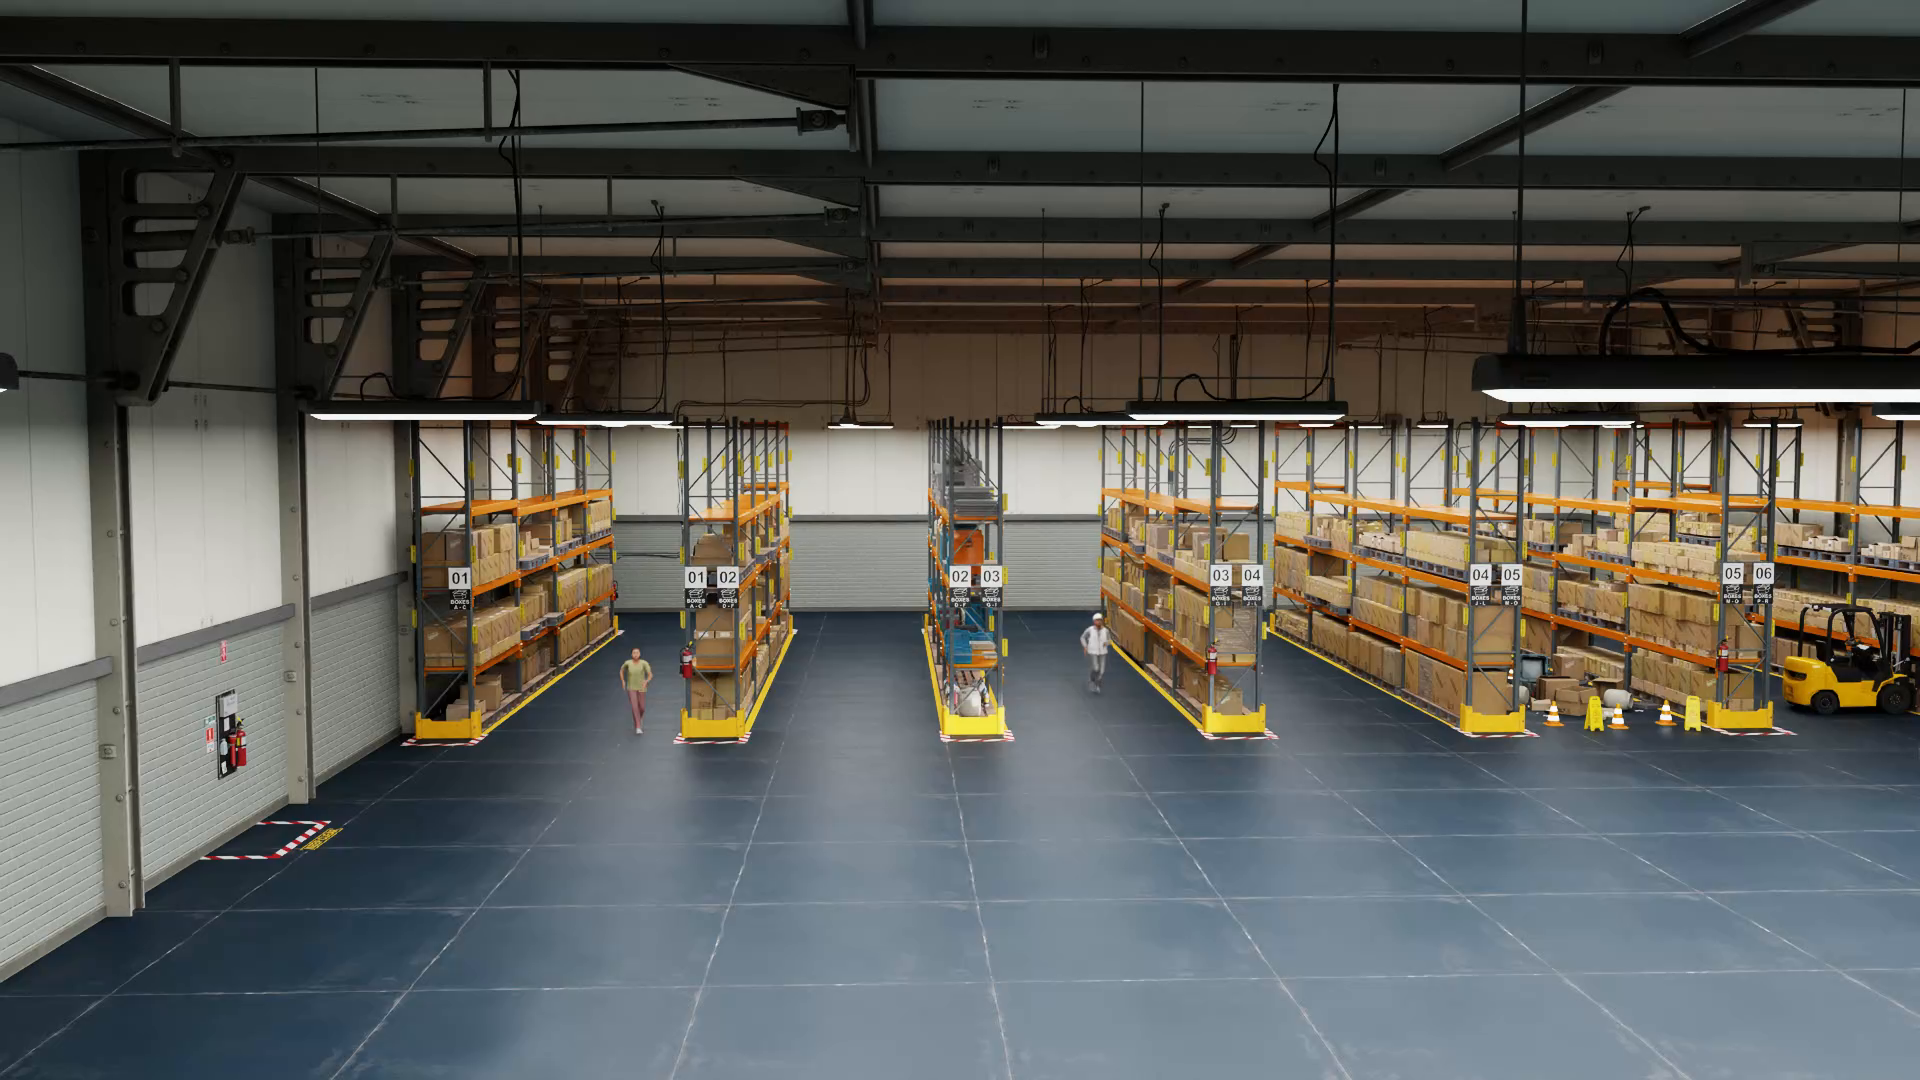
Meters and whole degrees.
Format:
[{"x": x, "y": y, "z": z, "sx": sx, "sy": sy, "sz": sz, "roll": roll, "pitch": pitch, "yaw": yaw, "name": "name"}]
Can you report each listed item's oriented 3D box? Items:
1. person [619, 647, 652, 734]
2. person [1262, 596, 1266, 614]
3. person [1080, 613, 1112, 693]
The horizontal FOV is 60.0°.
[{"x": -6.161, "y": 2.839, "z": 31.627, "sx": 0.612, "sy": 1.625, "sz": 0.771, "roll": -1, "pitch": 4, "yaw": -11, "name": "person"}, {"x": 7.885, "y": 2.032, "z": 44.643, "sx": 0.636, "sy": 1.632, "sz": 0.924, "roll": -1, "pitch": 4, "yaw": -11, "name": "person"}, {"x": 3.002, "y": 2.473, "z": 36.258, "sx": 0.639, "sy": 1.736, "sz": 0.651, "roll": -1, "pitch": 4, "yaw": -12, "name": "person"}]
